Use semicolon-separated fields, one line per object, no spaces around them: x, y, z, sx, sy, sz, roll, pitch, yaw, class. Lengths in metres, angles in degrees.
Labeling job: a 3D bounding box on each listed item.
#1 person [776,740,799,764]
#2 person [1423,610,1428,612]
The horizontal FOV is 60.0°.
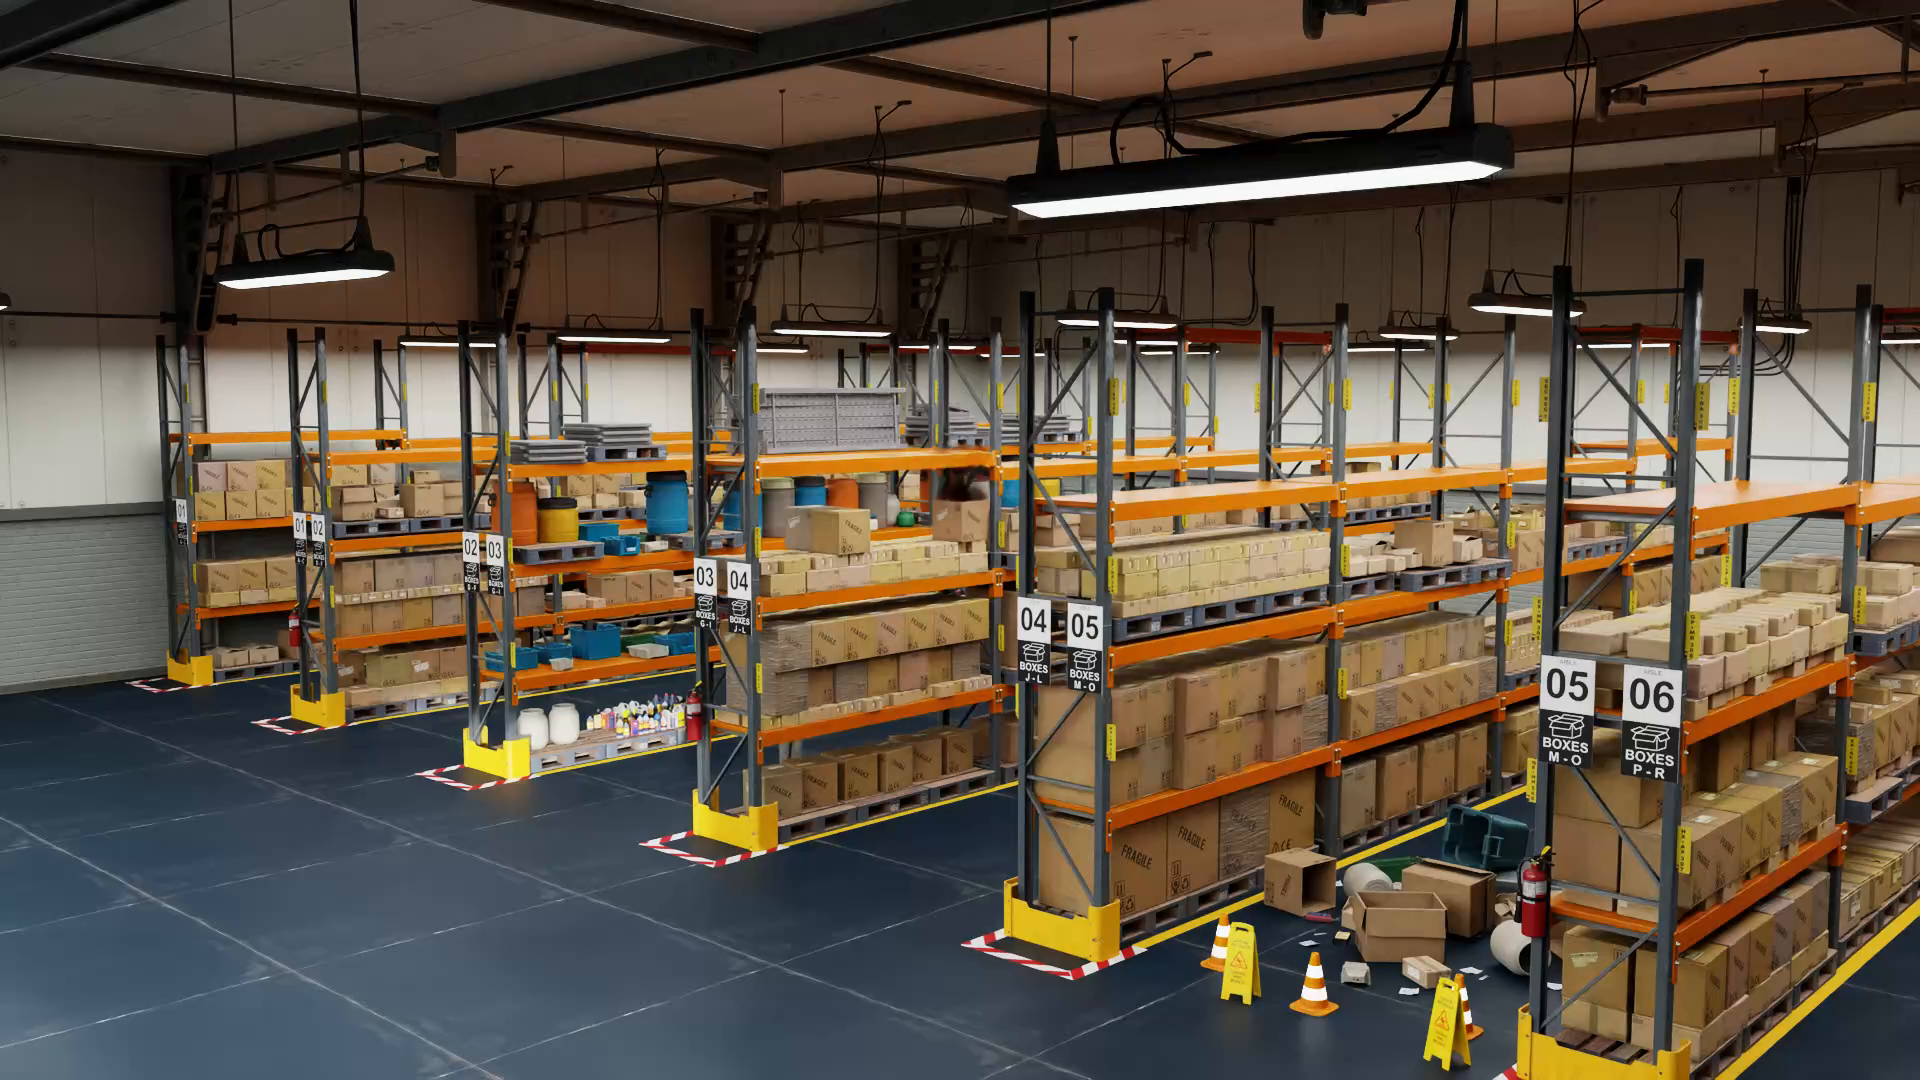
-2.231;2.369;21.214;0.512;1.651;0.474;-2;6;-24;person
7.170;1.928;25.497;0.678;1.719;0.854;4;7;38;person
